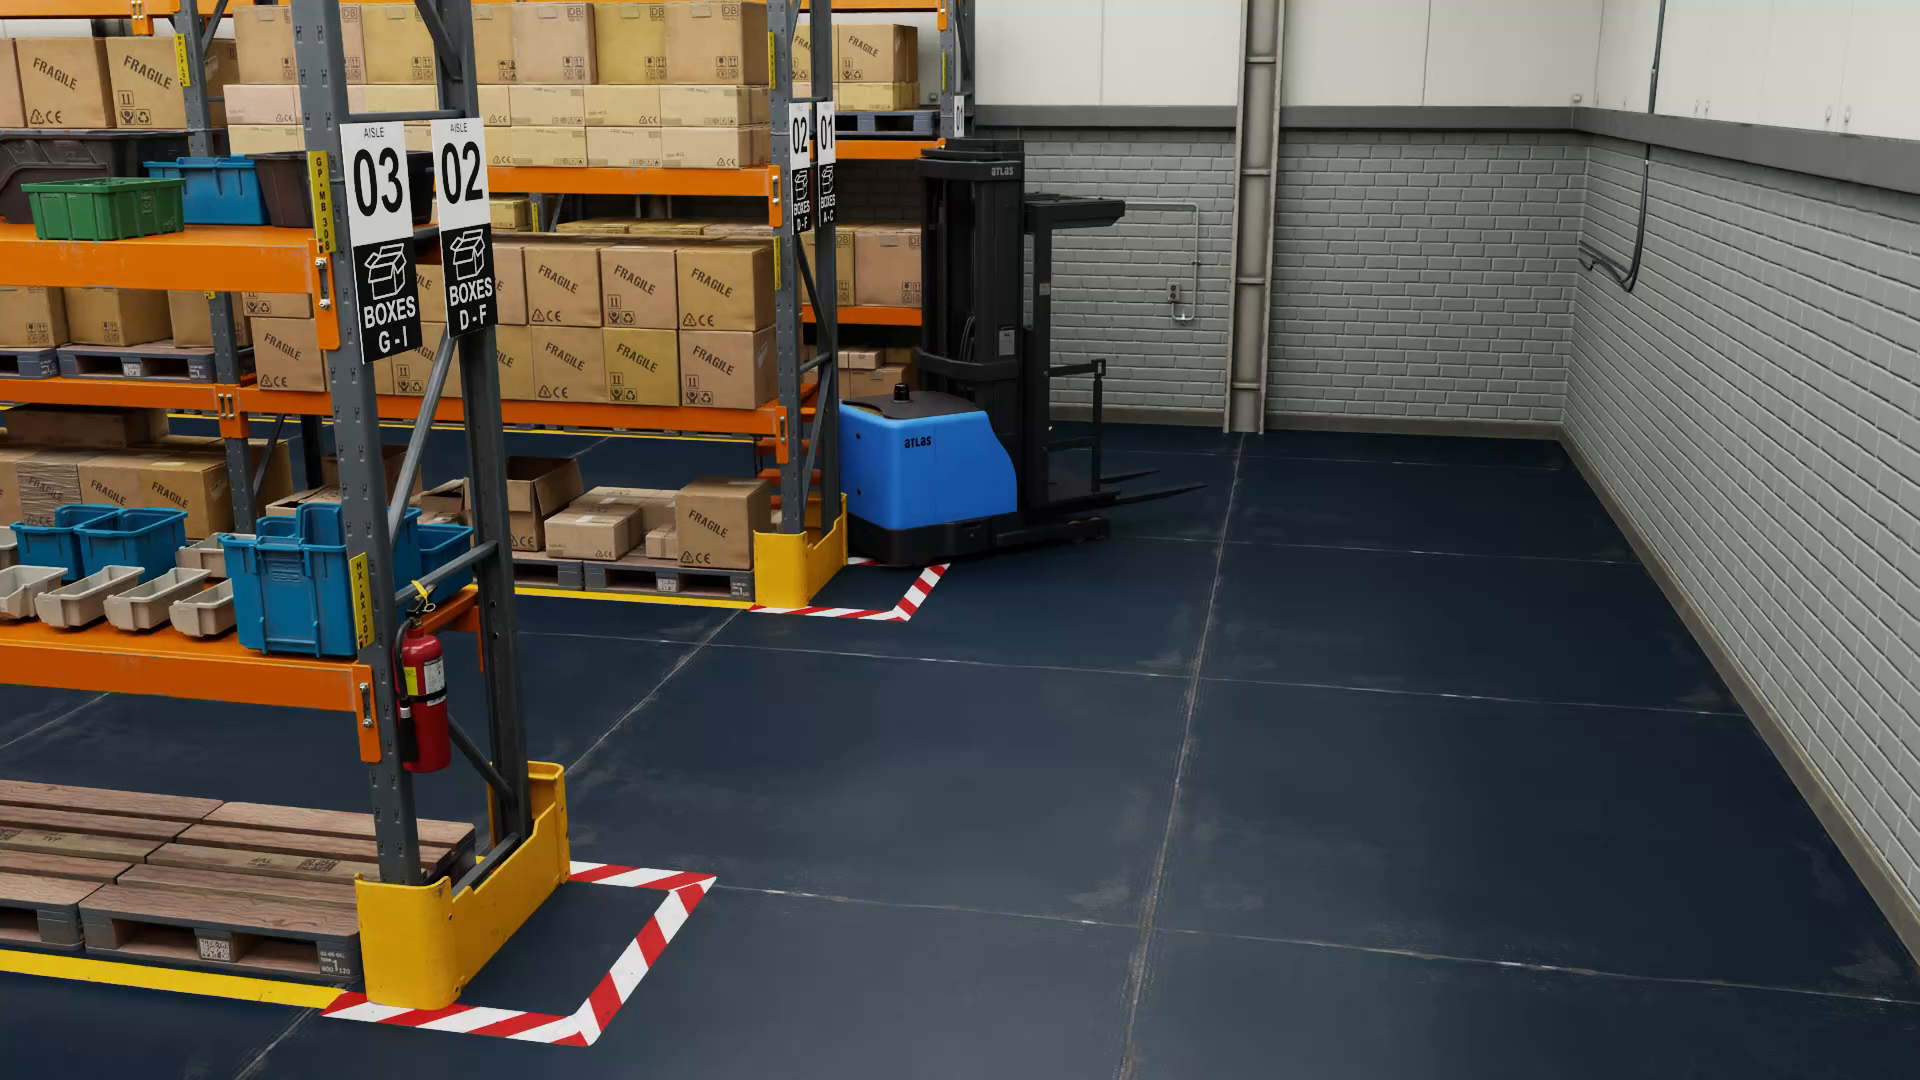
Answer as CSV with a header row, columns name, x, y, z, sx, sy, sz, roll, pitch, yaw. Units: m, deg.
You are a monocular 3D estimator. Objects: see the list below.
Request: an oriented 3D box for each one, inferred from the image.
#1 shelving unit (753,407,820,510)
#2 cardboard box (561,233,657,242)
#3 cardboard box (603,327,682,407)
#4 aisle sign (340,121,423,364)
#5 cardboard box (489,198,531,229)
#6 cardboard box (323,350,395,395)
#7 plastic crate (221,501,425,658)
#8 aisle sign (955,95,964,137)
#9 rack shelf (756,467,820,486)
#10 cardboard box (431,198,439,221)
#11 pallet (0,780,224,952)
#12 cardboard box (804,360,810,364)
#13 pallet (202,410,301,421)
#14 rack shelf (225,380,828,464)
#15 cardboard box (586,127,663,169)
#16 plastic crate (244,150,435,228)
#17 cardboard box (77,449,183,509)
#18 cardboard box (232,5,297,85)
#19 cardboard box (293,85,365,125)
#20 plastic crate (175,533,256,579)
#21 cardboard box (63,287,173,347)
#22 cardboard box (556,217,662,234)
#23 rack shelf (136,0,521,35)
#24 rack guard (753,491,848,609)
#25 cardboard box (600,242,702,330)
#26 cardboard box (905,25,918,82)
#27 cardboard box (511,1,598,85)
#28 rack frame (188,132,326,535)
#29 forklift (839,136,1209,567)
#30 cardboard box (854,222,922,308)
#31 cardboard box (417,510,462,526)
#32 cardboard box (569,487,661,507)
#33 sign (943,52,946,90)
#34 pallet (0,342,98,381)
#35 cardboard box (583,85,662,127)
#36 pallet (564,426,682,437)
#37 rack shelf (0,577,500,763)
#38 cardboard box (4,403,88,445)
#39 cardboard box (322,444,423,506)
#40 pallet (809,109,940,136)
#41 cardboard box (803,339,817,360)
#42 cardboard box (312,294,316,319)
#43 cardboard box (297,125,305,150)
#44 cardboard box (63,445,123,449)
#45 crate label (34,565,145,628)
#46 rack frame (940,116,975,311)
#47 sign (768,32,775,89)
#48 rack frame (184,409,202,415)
name,x,y,z,sx,sy,sz,roll,pitch,yaw
shelving unit,-1.210,-0.487,11.999,0.503,1.200,0.258,1,16,4
cardboard box,-2.385,-1.825,11.402,0.500,0.500,0.500,3,16,12
cardboard box,-2.002,-1.176,10.933,0.500,0.500,0.500,3,16,12
aisle sign,-1.979,-1.026,5.706,0.004,0.787,0.394,3,16,11
cardboard box,-4.445,-3.178,16.160,0.500,0.250,0.500,4,16,12
cardboard box,-3.972,-1.285,11.325,0.500,0.500,0.500,3,16,12
plastic crate,-2.356,0.132,6.219,0.499,0.435,0.616,3,16,11
aisle sign,-0.006,-3.616,15.056,0.004,0.787,0.394,3,16,11
rack shelf,-1.210,-0.422,12.017,0.480,0.148,0.258,1,16,4
cardboard box,-4.944,-3.208,16.268,0.500,0.250,0.500,3,16,12
pallet,-3.983,1.371,7.147,1.213,0.211,1.003,3,16,11
cardboard box,-1.706,-1.507,16.209,0.500,0.500,0.700,3,16,9
pallet,-7.099,-1.465,17.386,1.213,0.211,1.003,3,16,11
rack shelf,-2.960,-0.909,11.501,4.000,0.370,1.077,3,16,11
cardboard box,-2.044,-2.510,10.597,0.500,0.250,0.500,3,16,11
plastic crate,-2.313,-1.329,6.298,0.590,0.269,0.497,3,16,11
cardboard box,-5.943,-0.349,11.991,0.500,0.500,0.500,3,16,11
cardboard box,-4.436,-3.321,11.184,0.500,0.500,0.700,3,16,11
cardboard box,-4.002,-2.859,10.920,0.500,0.250,0.500,3,16,11
plastic crate,-3.130,0.071,6.999,0.298,0.136,0.250,3,16,11
cardboard box,-6.026,-1.716,12.094,0.500,0.500,0.700,6,16,20
cardboard box,-3.408,-2.769,16.308,0.700,0.700,0.980,3,16,12
rack shelf,-5.896,-5.116,16.201,4.000,0.370,1.077,3,16,11
rack guard,-1.074,0.052,11.369,0.348,0.500,1.175,3,16,11
cardboard box,-1.986,-1.657,10.796,0.500,0.500,0.500,4,16,13
cardboard box,-0.684,-4.532,15.518,0.500,0.500,0.500,2,16,9
cardboard box,-2.491,-3.195,10.728,0.500,0.500,0.700,3,16,11
rack frame,-4.920,-1.362,11.789,0.127,3.000,1.000,3,16,11
forklift,0.528,-1.501,12.419,3.031,2.935,1.130,-9,18,-31
cardboard box,-0.518,-2.614,15.748,0.700,0.700,0.980,4,16,14
cardboard box,-3.702,-0.086,11.667,0.250,0.166,0.380,3,16,11
cardboard box,-2.456,-0.192,11.894,0.500,0.250,0.500,3,16,11
sign,-0.138,-4.138,14.682,0.005,0.325,0.100,3,16,11
pallet,-6.933,-1.380,12.214,1.213,0.211,1.003,3,16,11
cardboard box,-2.044,-2.750,10.527,0.500,0.250,0.500,3,16,11
pallet,-3.207,-1.253,16.620,1.213,0.211,1.003,3,16,11
rack shelf,-3.951,0.387,6.824,4.000,0.370,1.077,3,16,11
cardboard box,-6.817,-0.900,12.575,0.500,0.250,0.500,3,16,10
cardboard box,-4.305,-0.413,12.223,0.500,0.500,0.500,3,16,11
pallet,-0.746,-3.885,15.444,1.213,0.211,1.003,3,16,11
cardboard box,-1.551,-1.866,16.289,0.250,0.149,0.380,3,16,12
cardboard box,-4.008,-1.766,11.187,0.500,0.500,0.500,3,16,9
cardboard box,-4.003,-2.617,10.982,0.500,0.250,0.500,3,16,11
cardboard box,-6.358,-0.513,12.582,0.500,0.500,0.500,3,16,12
crate label,-3.385,0.221,6.456,0.243,0.136,0.396,3,16,11
rack frame,-0.017,-2.445,15.700,0.127,3.000,1.000,3,16,11
sign,-1.130,-2.877,9.982,0.005,0.325,0.100,3,16,11
rack frame,-7.856,-2.871,17.236,0.127,3.000,1.000,3,16,11
